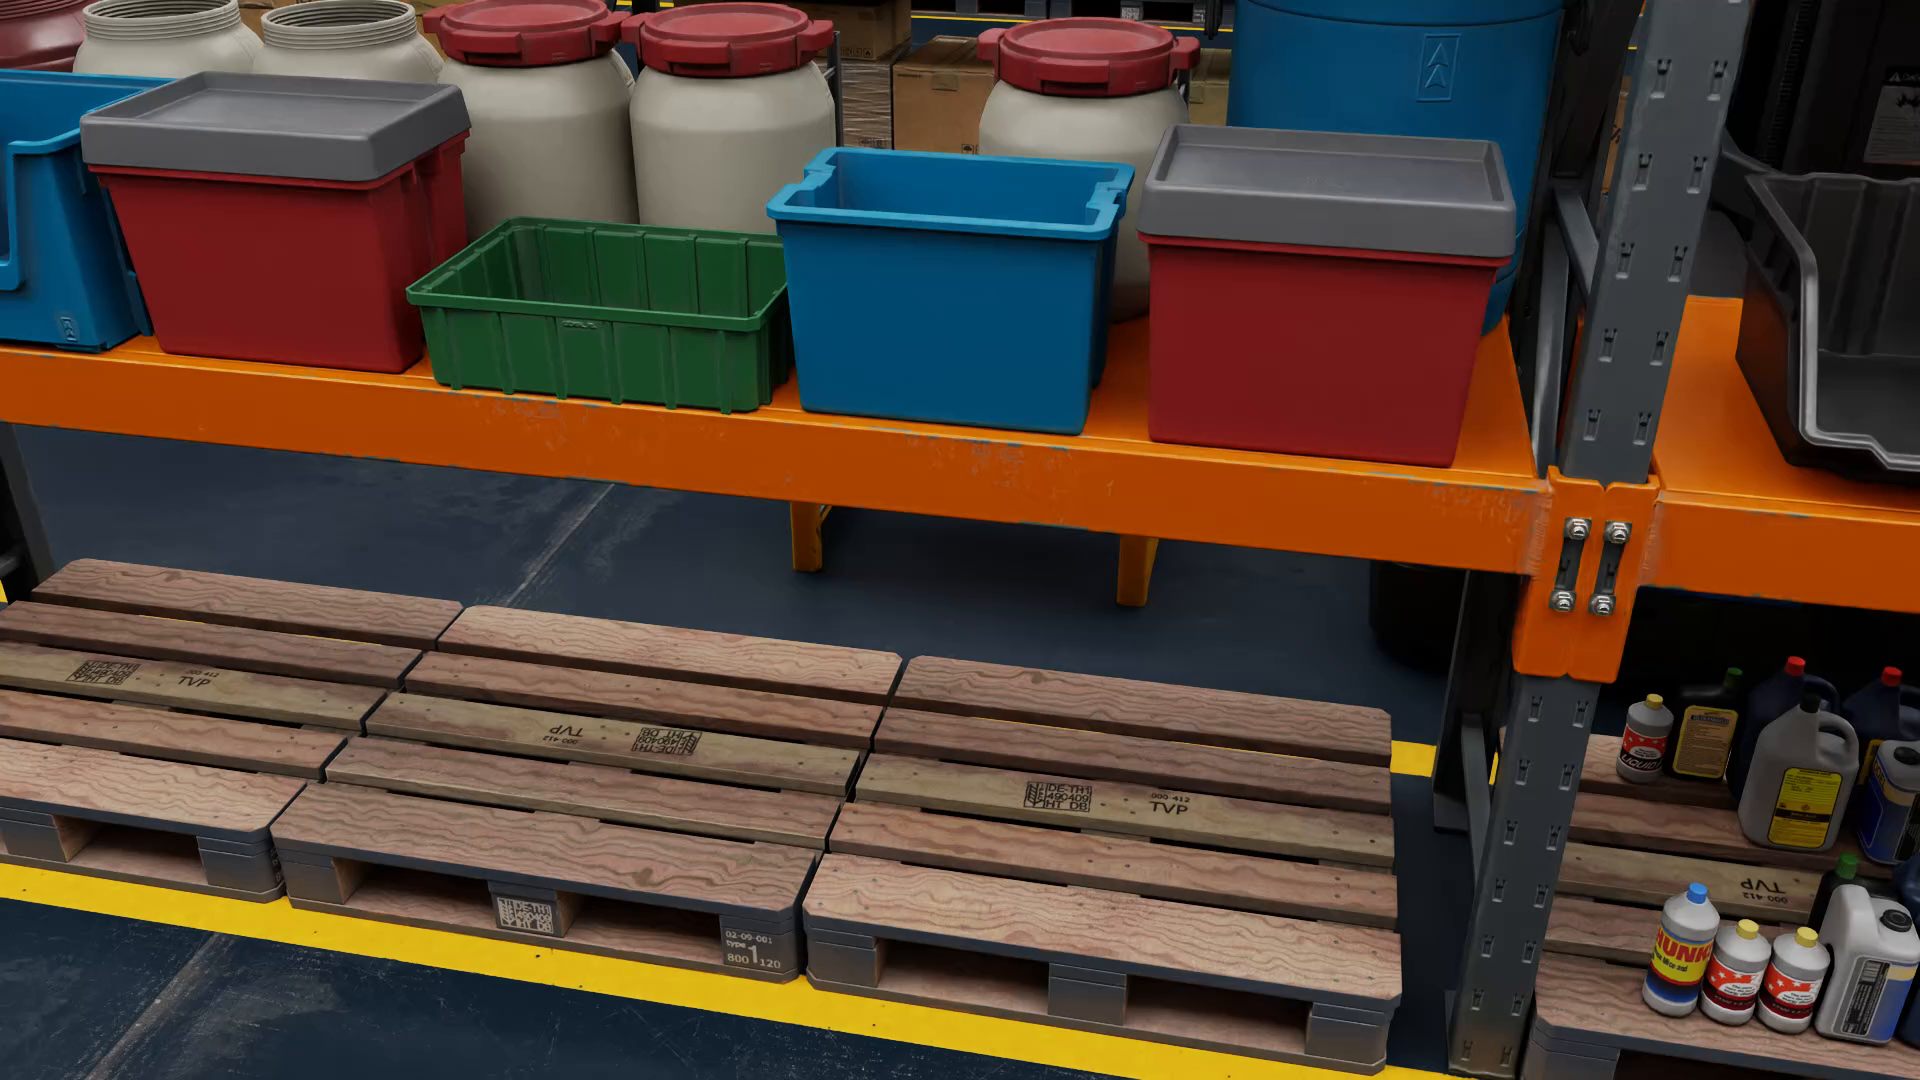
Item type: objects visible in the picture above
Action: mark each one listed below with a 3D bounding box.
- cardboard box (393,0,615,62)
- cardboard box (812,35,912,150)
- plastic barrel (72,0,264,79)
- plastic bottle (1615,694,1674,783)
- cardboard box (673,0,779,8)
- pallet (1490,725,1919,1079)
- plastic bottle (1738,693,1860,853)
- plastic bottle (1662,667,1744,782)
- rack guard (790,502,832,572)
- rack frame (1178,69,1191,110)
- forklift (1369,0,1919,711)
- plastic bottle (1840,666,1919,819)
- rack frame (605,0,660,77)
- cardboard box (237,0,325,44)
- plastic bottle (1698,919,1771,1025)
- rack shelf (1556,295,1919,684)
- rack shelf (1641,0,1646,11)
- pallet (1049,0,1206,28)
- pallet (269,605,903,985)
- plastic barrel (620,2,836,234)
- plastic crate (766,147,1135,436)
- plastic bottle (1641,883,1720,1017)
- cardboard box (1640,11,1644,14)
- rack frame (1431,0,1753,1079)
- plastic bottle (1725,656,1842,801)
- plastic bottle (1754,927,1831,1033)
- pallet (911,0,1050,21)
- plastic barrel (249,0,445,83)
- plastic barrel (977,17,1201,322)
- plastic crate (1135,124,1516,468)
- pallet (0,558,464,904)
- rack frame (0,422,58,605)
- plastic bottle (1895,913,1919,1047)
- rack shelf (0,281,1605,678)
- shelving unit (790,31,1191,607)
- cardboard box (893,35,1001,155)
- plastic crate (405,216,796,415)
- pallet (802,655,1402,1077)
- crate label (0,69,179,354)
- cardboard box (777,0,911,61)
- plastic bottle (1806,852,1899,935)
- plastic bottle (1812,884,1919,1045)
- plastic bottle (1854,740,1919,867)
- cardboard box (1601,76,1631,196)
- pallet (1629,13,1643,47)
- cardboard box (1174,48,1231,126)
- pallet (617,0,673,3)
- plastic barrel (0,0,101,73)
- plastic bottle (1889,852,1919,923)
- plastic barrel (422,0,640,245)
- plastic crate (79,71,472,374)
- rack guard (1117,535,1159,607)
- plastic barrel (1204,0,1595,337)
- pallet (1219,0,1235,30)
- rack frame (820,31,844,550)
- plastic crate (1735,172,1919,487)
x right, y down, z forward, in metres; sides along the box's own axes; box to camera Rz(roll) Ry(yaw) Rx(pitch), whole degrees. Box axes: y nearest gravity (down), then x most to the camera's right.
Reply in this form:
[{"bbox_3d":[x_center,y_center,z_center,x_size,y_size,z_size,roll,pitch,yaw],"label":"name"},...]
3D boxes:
[{"bbox_3d":[-2.410,-2.541,8.542,0.875,0.875,1.225,5,29,8],"label":"cardboard box"},{"bbox_3d":[-0.535,-2.199,8.287,0.500,0.500,0.700,3,29,6],"label":"cardboard box"},{"bbox_3d":[-1.723,-0.930,3.708,0.421,0.512,0.421,0,29,0],"label":"plastic barrel"},{"bbox_3d":[1.558,0.442,3.774,0.097,0.201,0.097,0,29,0],"label":"plastic bottle"},{"bbox_3d":[-1.078,-2.582,8.206,0.500,0.250,0.500,7,29,13],"label":"cardboard box"},{"bbox_3d":[1.786,0.828,3.518,1.213,0.211,1.003,6,29,11],"label":"pallet"},{"bbox_3d":[1.798,0.484,3.543,0.185,0.351,0.144,6,29,11],"label":"plastic bottle"},{"bbox_3d":[1.677,0.410,3.749,0.133,0.283,0.061,7,30,13],"label":"plastic bottle"},{"bbox_3d":[-0.412,-0.152,5.267,0.087,0.250,0.587,6,29,11],"label":"rack guard"},{"bbox_3d":[0.581,-0.598,4.781,0.032,1.500,0.500,6,29,11],"label":"rack frame"},{"bbox_3d":[2.722,-1.024,4.067,3.031,2.935,1.130,6,29,12],"label":"forklift"},{"bbox_3d":[2.015,0.435,3.632,0.185,0.351,0.144,4,29,8],"label":"plastic bottle"},{"bbox_3d":[-1.740,-3.209,7.989,0.127,3.000,1.000,6,29,11],"label":"rack frame"},{"bbox_3d":[-3.280,-2.634,8.712,0.875,0.875,1.225,6,29,11],"label":"cardboard box"},{"bbox_3d":[1.457,0.800,3.121,0.097,0.201,0.097,0,29,0],"label":"plastic bottle"},{"bbox_3d":[3.094,0.034,2.814,4.000,0.370,1.077,6,29,11],"label":"rack shelf"},{"bbox_3d":[4.128,-2.292,7.062,4.000,0.370,1.077,6,29,11],"label":"rack shelf"},{"bbox_3d":[1.340,-4.068,12.460,1.213,0.211,1.003,6,29,11],"label":"pallet"},{"bbox_3d":[-0.835,0.559,4.009,1.213,0.211,1.003,6,29,11],"label":"pallet"},{"bbox_3d":[-0.470,-0.814,3.472,0.433,0.535,0.433,0,29,0],"label":"plastic barrel"},{"bbox_3d":[-0.006,-0.440,2.946,0.575,0.384,0.392,6,29,11],"label":"plastic crate"},{"bbox_3d":[1.358,0.759,3.122,0.097,0.271,0.097,0,29,0],"label":"plastic bottle"},{"bbox_3d":[4.789,-4.195,11.565,0.875,0.875,0.875,6,29,11],"label":"cardboard box"},{"bbox_3d":[1.138,-0.482,3.007,0.127,3.000,1.000,6,29,11],"label":"rack frame"},{"bbox_3d":[1.828,0.416,3.667,0.185,0.351,0.144,5,29,9],"label":"plastic bottle"},{"bbox_3d":[1.557,0.810,3.102,0.097,0.201,0.097,0,29,0],"label":"plastic bottle"},{"bbox_3d":[0.150,-4.191,12.685,1.213,0.211,1.003,6,29,11],"label":"pallet"},{"bbox_3d":[-1.311,-0.887,3.631,0.421,0.512,0.421,0,29,0],"label":"plastic barrel"},{"bbox_3d":[0.248,-0.741,3.338,0.433,0.535,0.433,0,29,0],"label":"plastic barrel"},{"bbox_3d":[0.600,-0.415,2.818,0.583,0.464,0.402,6,29,11],"label":"plastic crate"},{"bbox_3d":[-2.025,0.436,4.234,1.213,0.211,1.003,6,29,11],"label":"pallet"},{"bbox_3d":[-2.774,-0.883,3.740,0.127,3.000,1.000,6,29,11],"label":"rack frame"},{"bbox_3d":[1.841,0.763,3.034,0.185,0.351,0.144,7,29,12],"label":"plastic bottle"},{"bbox_3d":[-0.818,-0.367,3.546,4.000,0.370,1.077,6,29,11],"label":"rack shelf"},{"bbox_3d":[0.075,-0.650,4.876,1.083,1.500,0.587,6,29,11],"label":"shelving unit"},{"bbox_3d":[0.021,-2.145,8.189,0.500,0.500,0.700,8,30,15],"label":"cardboard box"},{"bbox_3d":[-0.624,-0.431,3.135,0.662,0.188,0.450,6,29,11],"label":"plastic crate"},{"bbox_3d":[0.362,0.680,3.787,1.213,0.211,1.003,6,29,11],"label":"pallet"},{"bbox_3d":[-1.859,-0.672,3.317,0.616,0.435,0.502,6,29,11],"label":"crate label"},{"bbox_3d":[-0.557,-2.533,8.118,0.500,0.250,0.500,9,30,16],"label":"cardboard box"},{"bbox_3d":[1.701,0.724,3.175,0.133,0.283,0.061,6,29,11],"label":"plastic bottle"},{"bbox_3d":[1.680,0.777,3.086,0.135,0.276,0.152,7,29,12],"label":"plastic bottle"},{"bbox_3d":[2.009,0.540,3.518,0.135,0.276,0.152,6,29,11],"label":"plastic bottle"},{"bbox_3d":[3.117,-1.783,7.549,0.500,0.500,0.500,16,32,26],"label":"cardboard box"},{"bbox_3d":[5.231,-3.670,11.734,1.213,0.211,1.003,6,29,11],"label":"pallet"},{"bbox_3d":[1.114,-2.033,7.985,0.500,0.500,0.700,6,29,10],"label":"cardboard box"},{"bbox_3d":[-2.559,-4.508,13.264,1.213,0.211,1.003,6,29,11],"label":"pallet"},{"bbox_3d":[-2.257,-1.039,3.882,0.708,0.536,0.600,6,29,11],"label":"plastic barrel"},{"bbox_3d":[1.871,0.695,3.158,0.185,0.351,0.144,6,29,11],"label":"plastic bottle"},{"bbox_3d":[-0.893,-0.858,3.552,0.433,0.535,0.433,0,29,0],"label":"plastic barrel"},{"bbox_3d":[-1.258,-0.606,3.166,0.583,0.464,0.402,6,29,11],"label":"plastic crate"},{"bbox_3d":[0.562,-0.052,5.085,0.087,0.250,0.587,6,29,11],"label":"rack guard"},{"bbox_3d":[0.823,-0.883,3.218,0.708,0.901,0.600,6,29,11],"label":"plastic barrel"},{"bbox_3d":[2.536,-3.946,12.239,1.213,0.211,1.003,6,29,11],"label":"pallet"},{"bbox_3d":[-0.414,-0.700,4.967,0.032,1.500,0.500,6,29,11],"label":"rack frame"},{"bbox_3d":[1.623,-0.343,2.817,0.504,0.338,0.767,6,29,11],"label":"plastic crate"}]
